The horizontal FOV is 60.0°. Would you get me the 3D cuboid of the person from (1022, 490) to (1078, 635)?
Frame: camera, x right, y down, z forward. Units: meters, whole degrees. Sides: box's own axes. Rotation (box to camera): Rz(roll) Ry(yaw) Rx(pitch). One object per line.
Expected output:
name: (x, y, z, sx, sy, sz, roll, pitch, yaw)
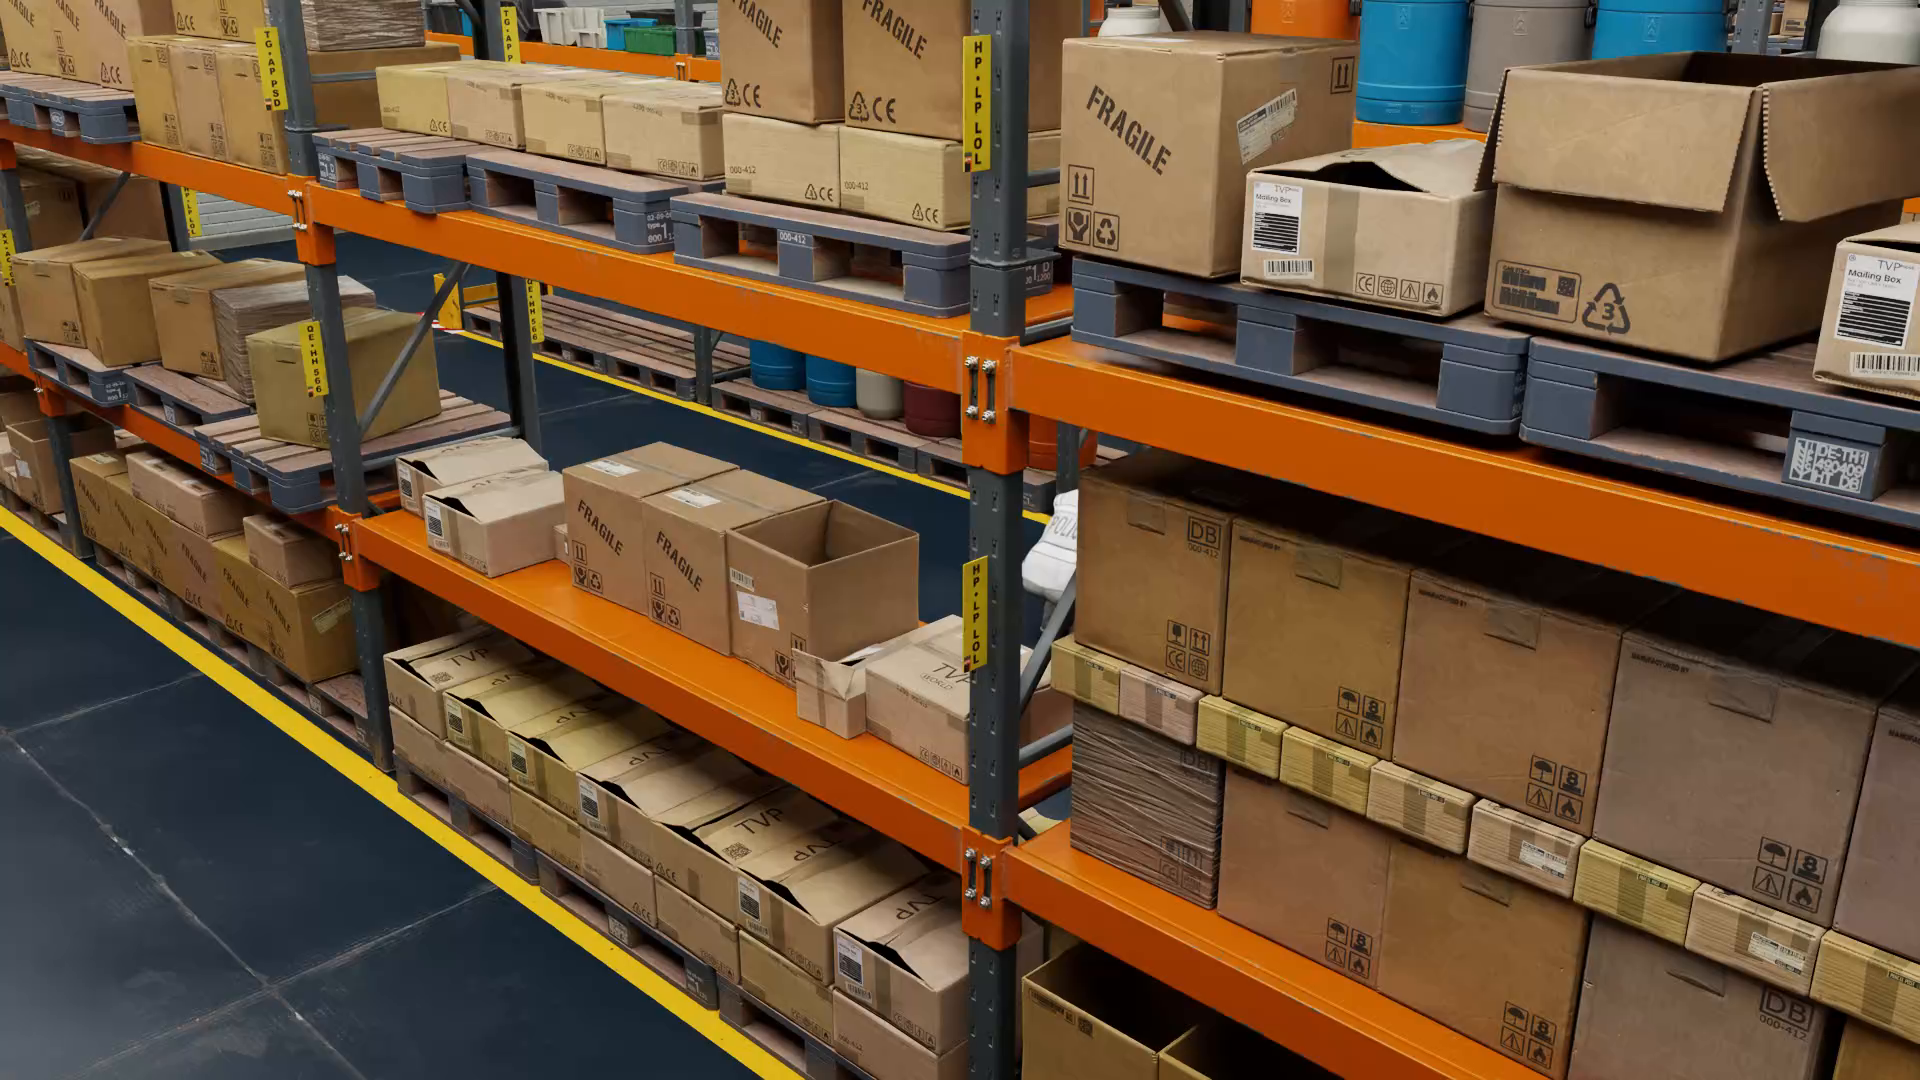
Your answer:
person: (0.707, 0.093, 9.379, 0.515, 0.940, 0.844, 19, 28, 41)
